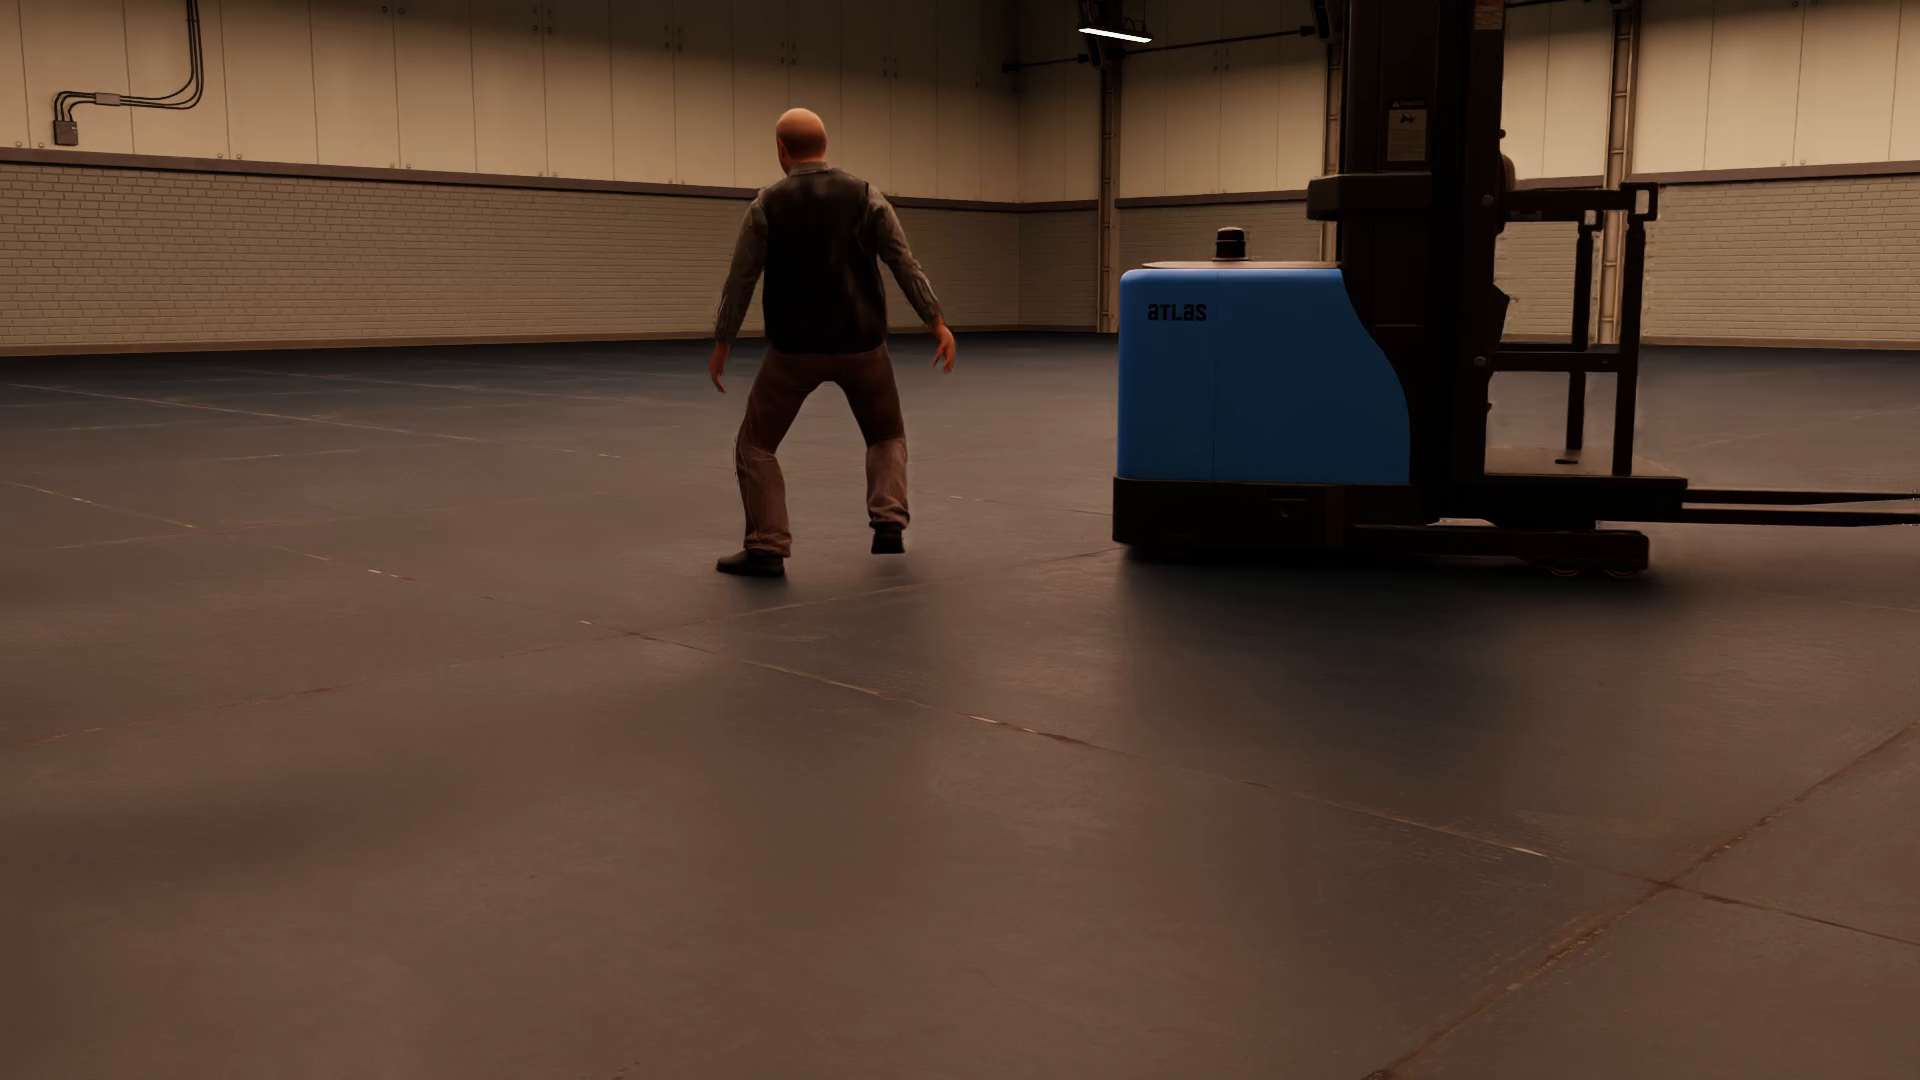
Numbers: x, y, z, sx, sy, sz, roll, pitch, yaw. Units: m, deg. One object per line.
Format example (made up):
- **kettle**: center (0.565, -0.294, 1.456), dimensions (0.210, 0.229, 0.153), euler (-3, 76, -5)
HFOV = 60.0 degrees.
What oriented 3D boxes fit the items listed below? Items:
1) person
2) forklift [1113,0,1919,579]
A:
- **person**: center (-0.460, -0.705, 5.954), dimensions (0.882, 1.637, 0.488), euler (-1, 9, -4)
- **forklift**: center (2.141, -1.399, 6.165), dimensions (3.031, 2.935, 1.130), euler (2, 9, 11)
